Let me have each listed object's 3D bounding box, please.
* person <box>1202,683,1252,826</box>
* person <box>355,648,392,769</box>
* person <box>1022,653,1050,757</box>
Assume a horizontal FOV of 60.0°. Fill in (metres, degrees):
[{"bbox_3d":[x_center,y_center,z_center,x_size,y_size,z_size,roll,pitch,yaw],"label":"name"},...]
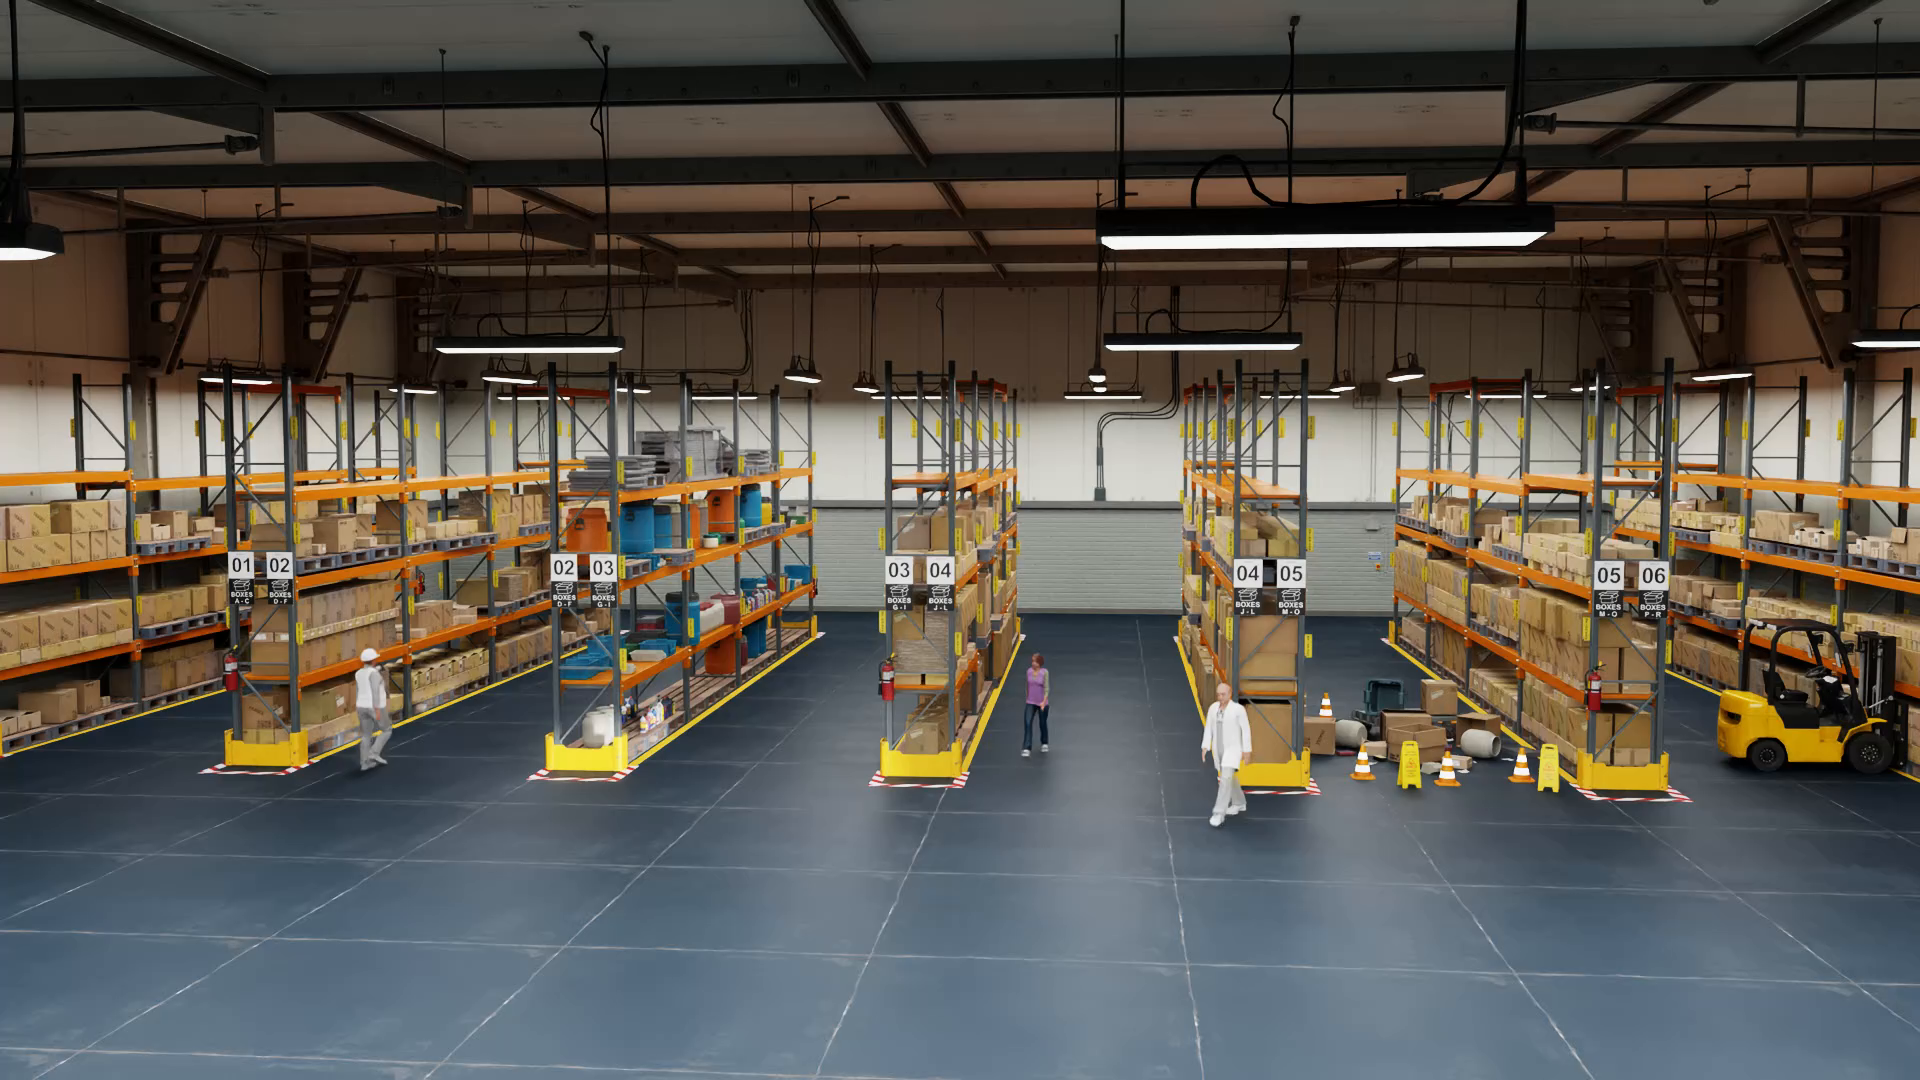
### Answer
[{"bbox_3d":[3.384,2.704,21.306,1.017,1.735,0.608,-3,5,-41],"label":"person"},{"bbox_3d":[-8.733,2.490,24.629,0.570,1.761,0.464,1,4,17],"label":"person"},{"bbox_3d":[1.172,2.524,25.554,0.424,1.554,0.897,1,4,18],"label":"person"}]
